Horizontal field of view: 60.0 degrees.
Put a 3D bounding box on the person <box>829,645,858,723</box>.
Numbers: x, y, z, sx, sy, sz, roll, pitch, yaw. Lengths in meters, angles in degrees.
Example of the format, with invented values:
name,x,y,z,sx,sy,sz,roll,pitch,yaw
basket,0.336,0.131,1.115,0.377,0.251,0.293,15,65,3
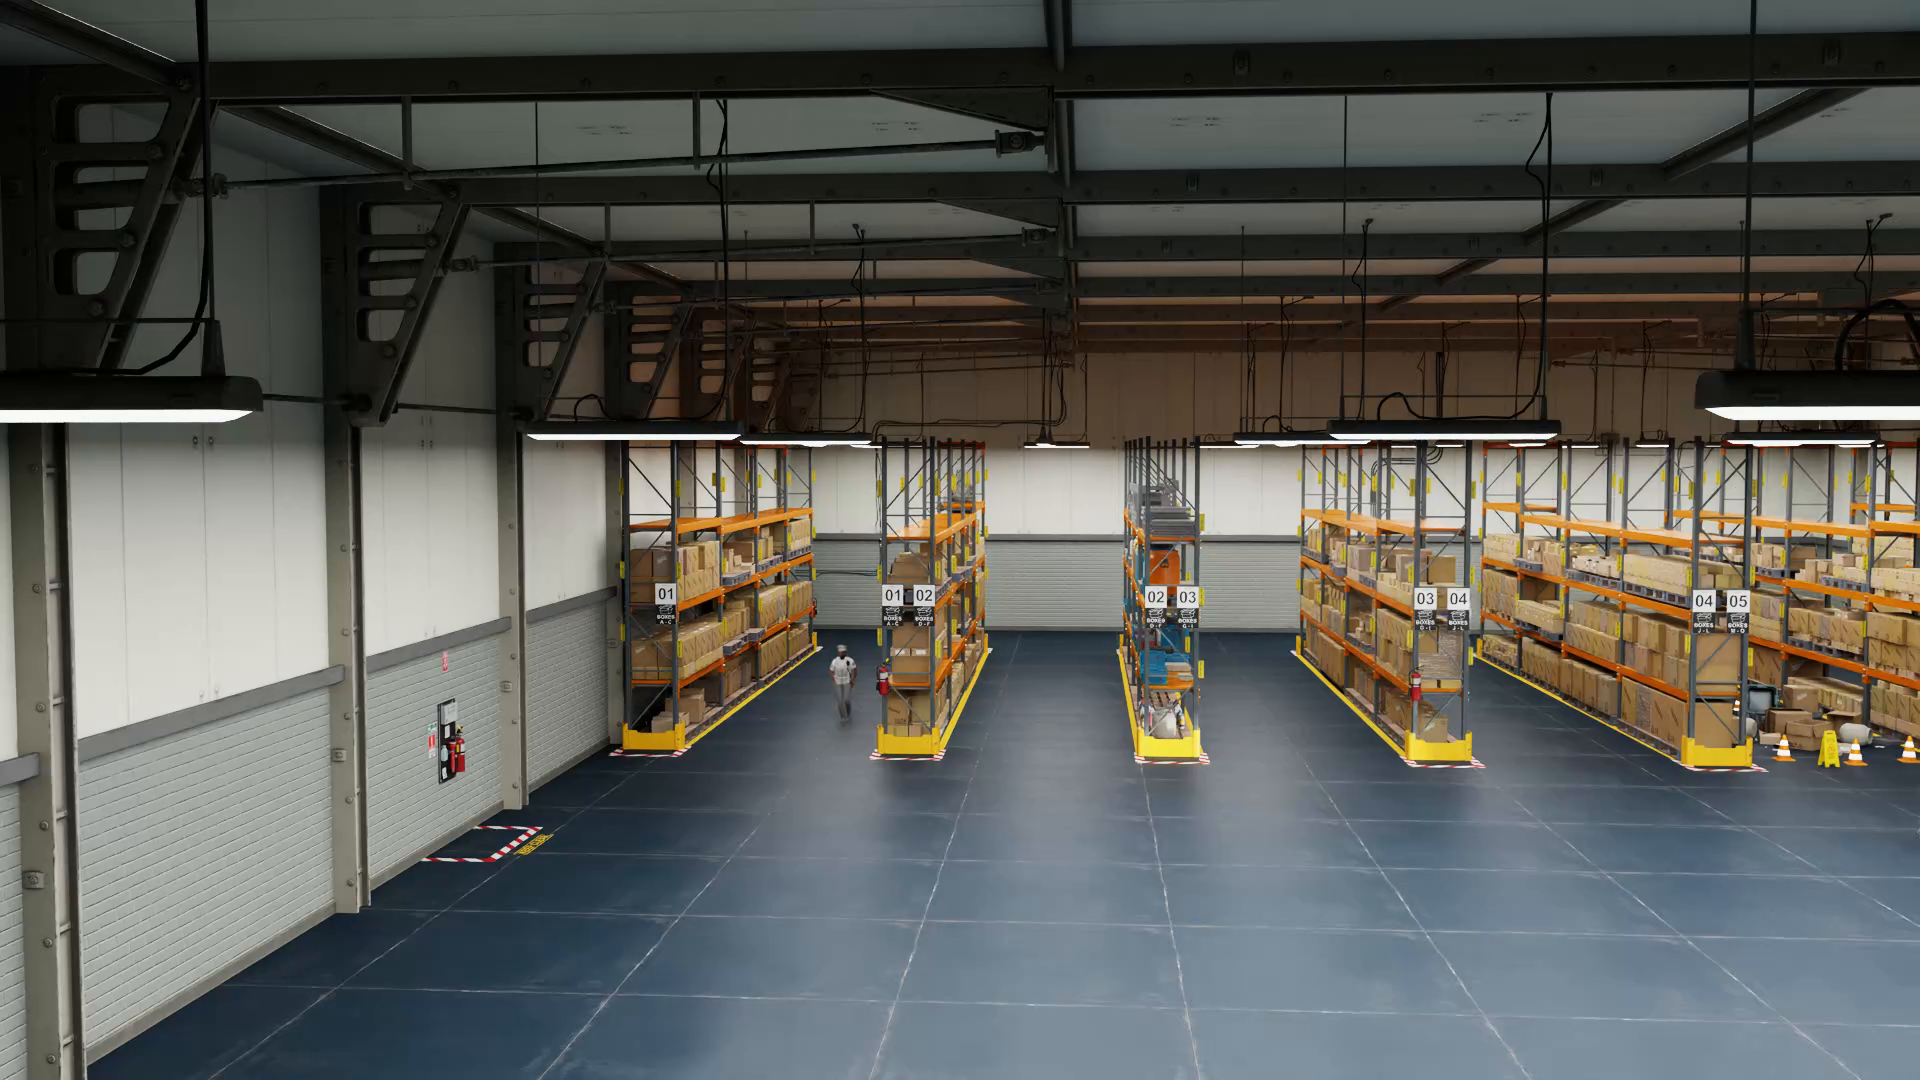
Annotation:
name,x,y,z,sx,sy,sz,roll,pitch,yaw
person,-2.462,3.022,34.816,0.586,1.666,0.585,0,3,4

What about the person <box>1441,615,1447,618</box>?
name,x,y,z,sx,sy,sz,roll,pitch,yaw
person,13.105,2.520,44.918,0.592,1.733,0.751,0,3,9
